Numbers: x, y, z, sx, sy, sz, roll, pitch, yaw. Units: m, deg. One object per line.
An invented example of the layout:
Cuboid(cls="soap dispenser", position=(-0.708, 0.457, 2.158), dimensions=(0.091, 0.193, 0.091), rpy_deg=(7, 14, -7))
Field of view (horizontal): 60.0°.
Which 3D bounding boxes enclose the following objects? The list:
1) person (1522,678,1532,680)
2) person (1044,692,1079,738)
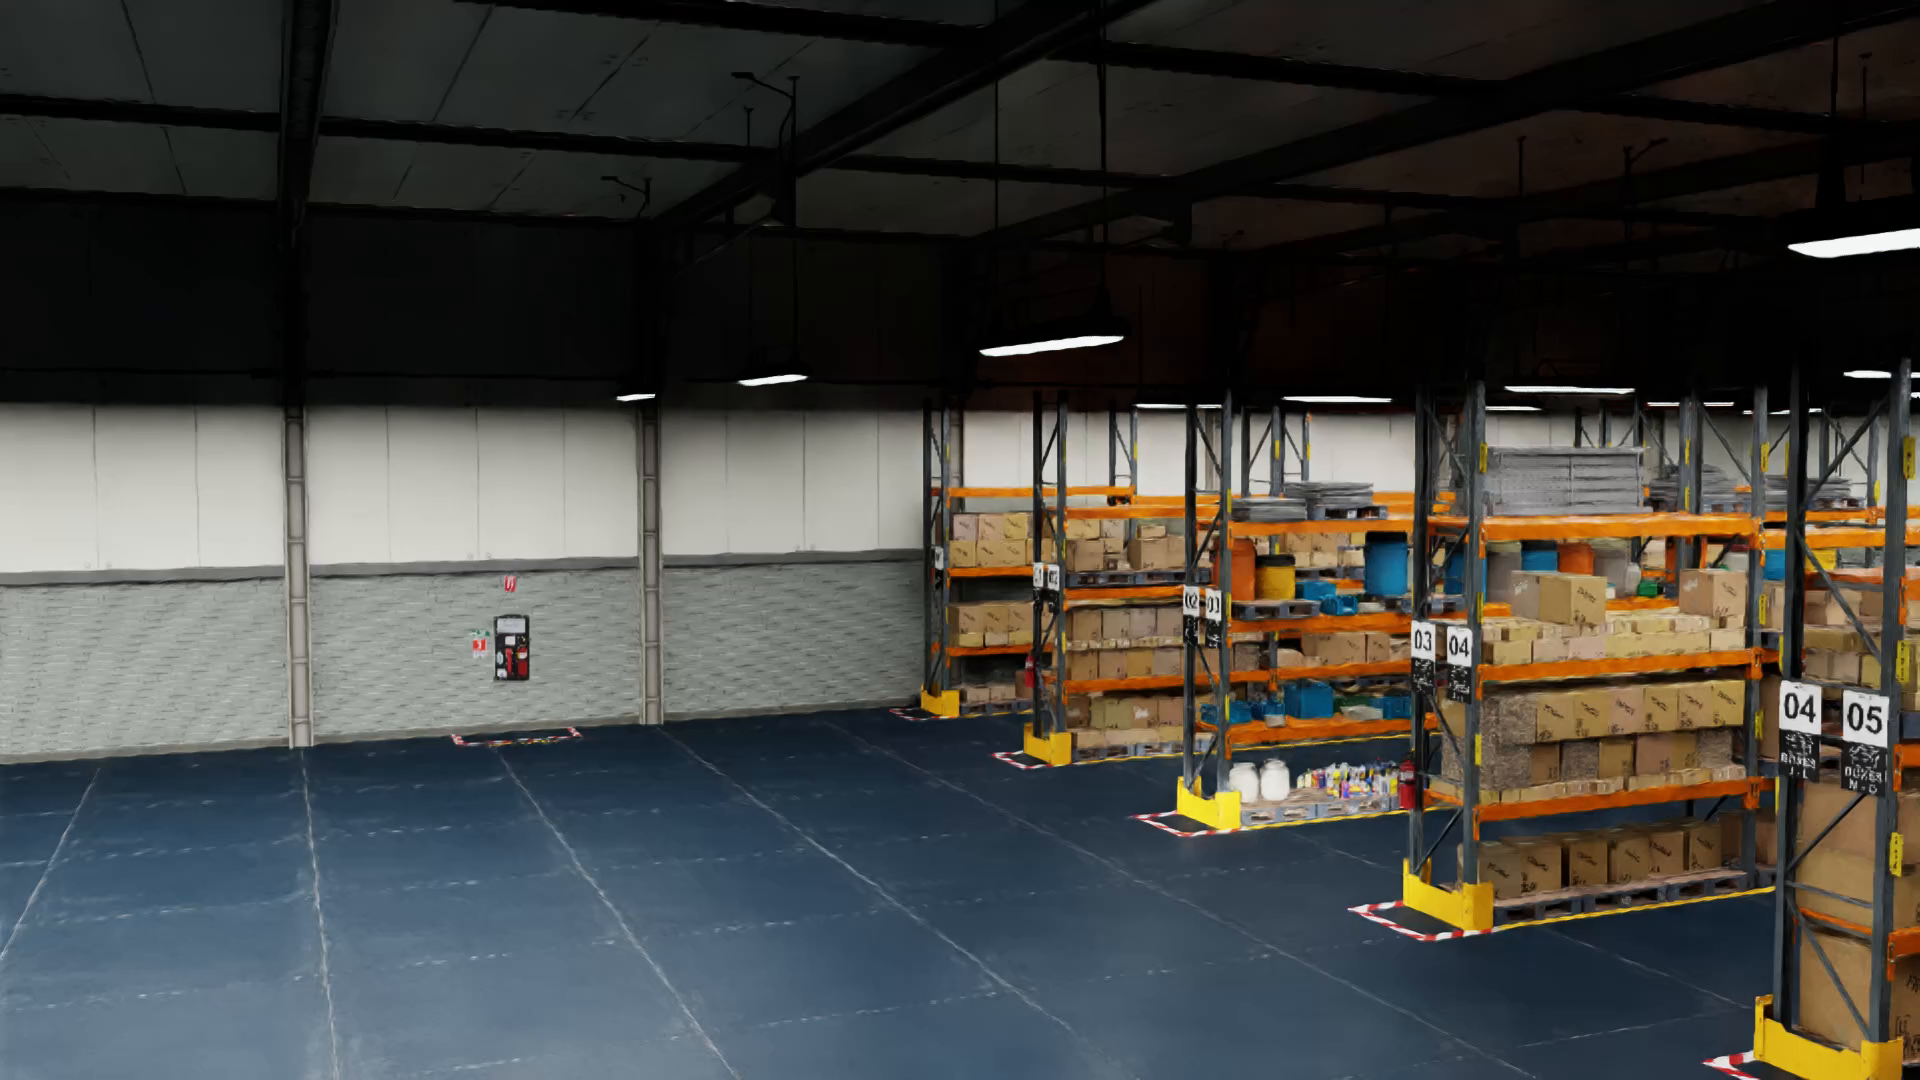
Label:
Cuboid(cls="person", position=(9.879, 2.607, 28.733), dimensions=(1.026, 1.715, 0.537), rpy_deg=(-2, 4, -30))
Cuboid(cls="person", position=(1.850, 2.646, 29.114), dimensions=(1.090, 1.583, 0.497), rpy_deg=(-1, 4, -20))
